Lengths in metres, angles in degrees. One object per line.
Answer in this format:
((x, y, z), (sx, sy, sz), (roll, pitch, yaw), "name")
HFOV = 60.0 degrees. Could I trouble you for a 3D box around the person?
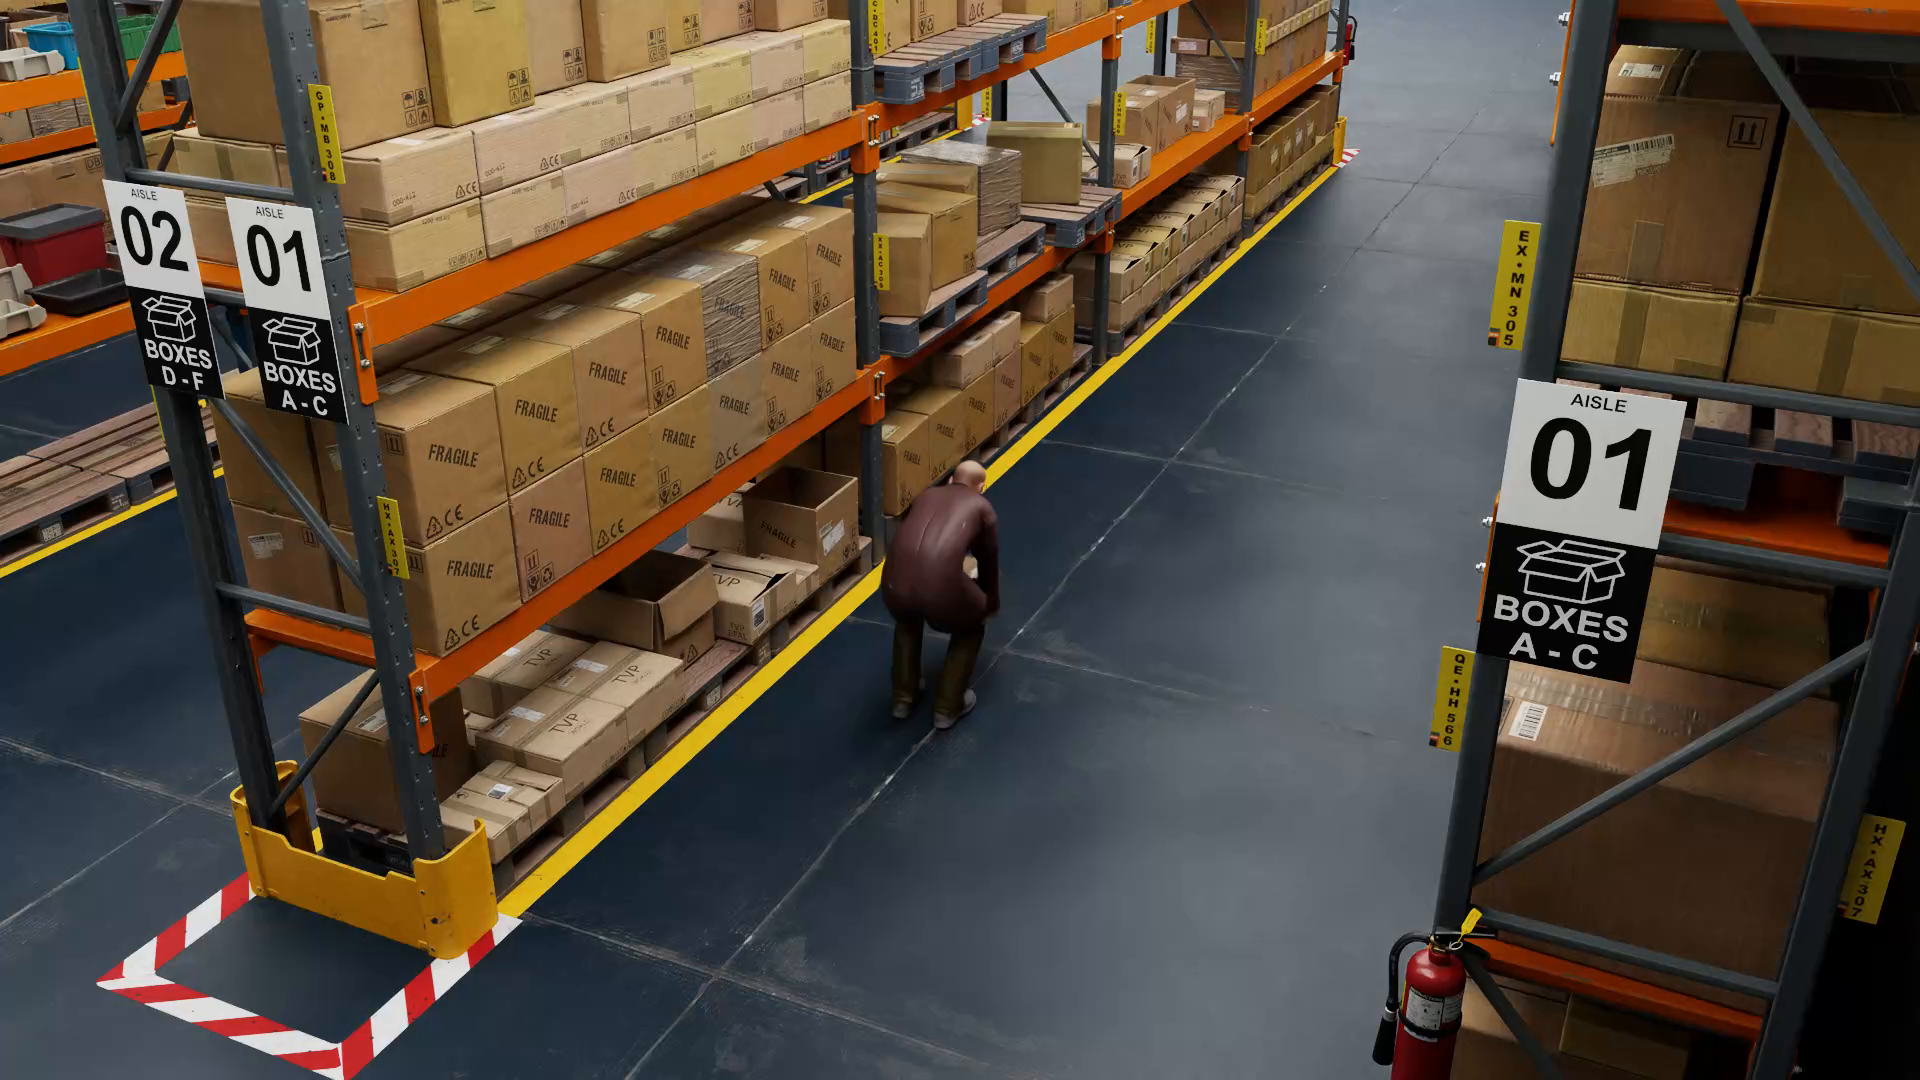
((-0.071, 0.279, 8.709), (0.579, 1.205, 0.928), (10, 28, 20), "person")
